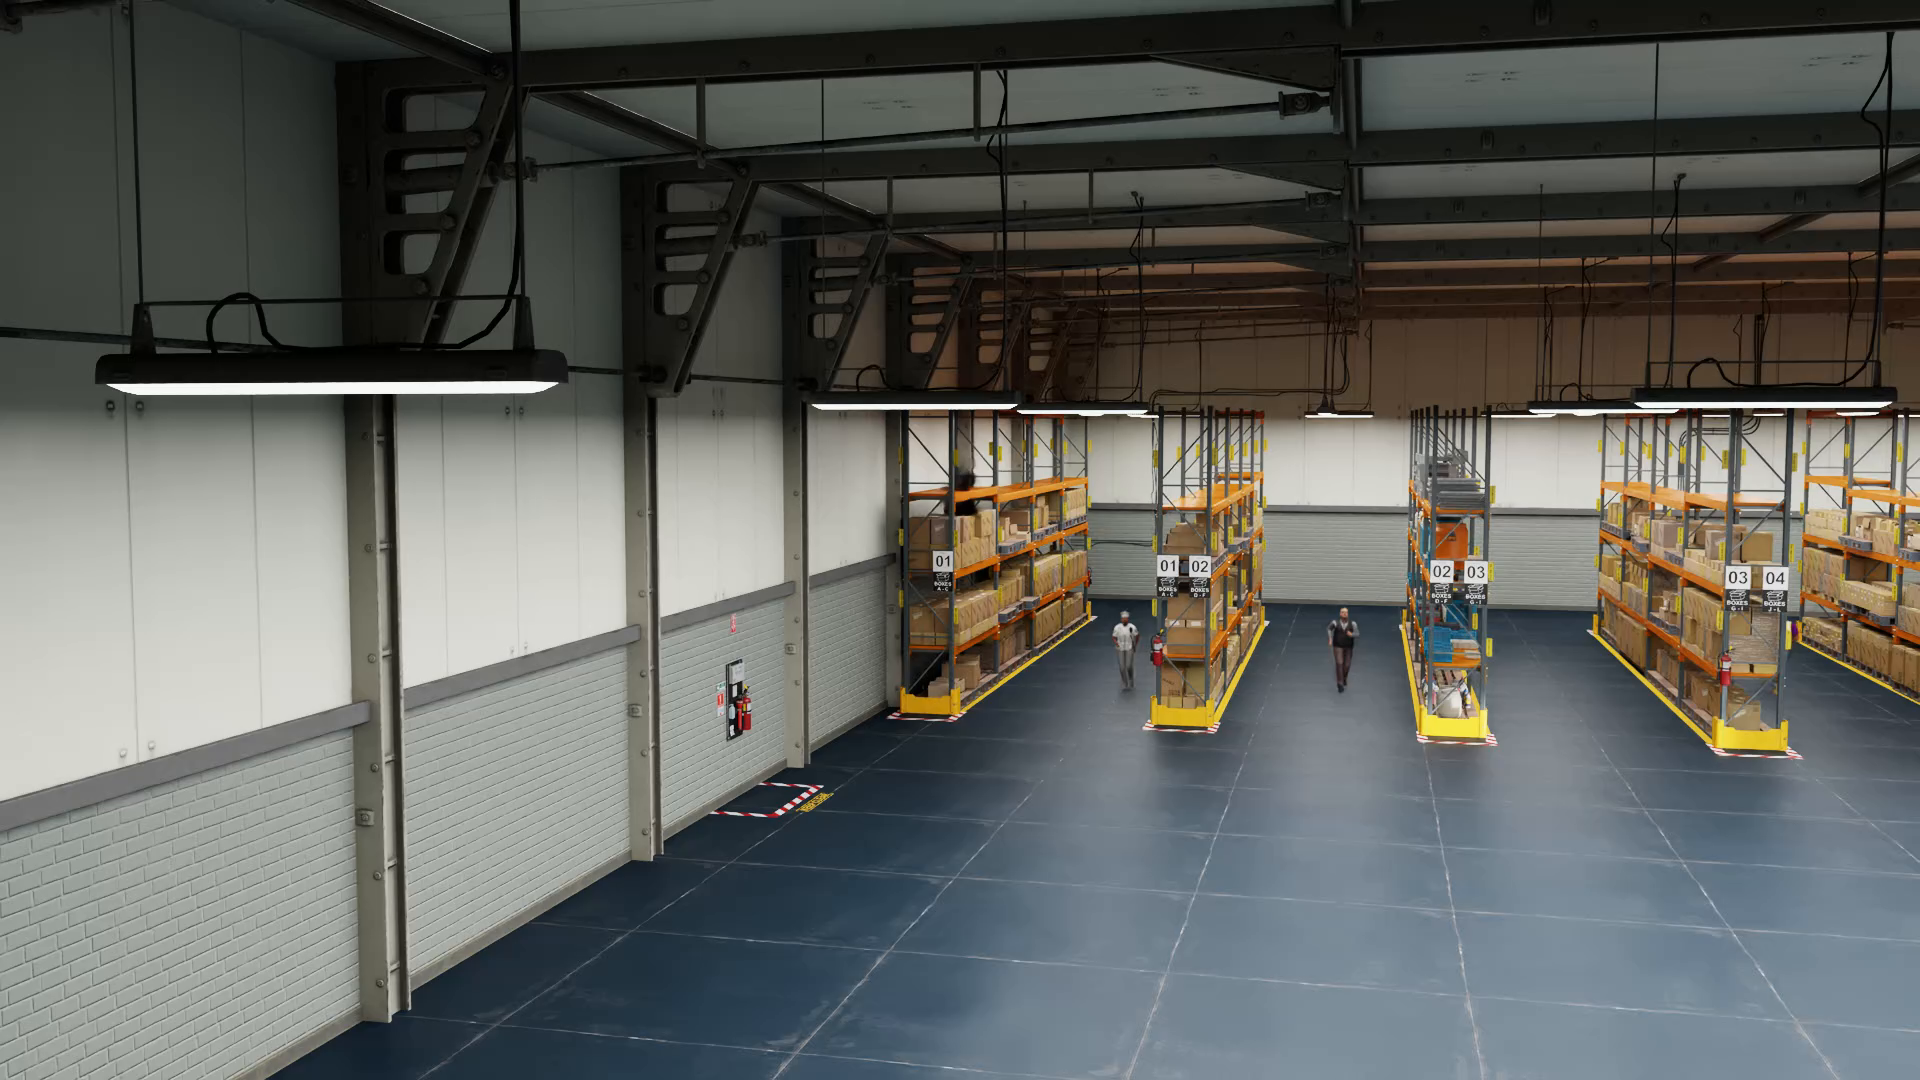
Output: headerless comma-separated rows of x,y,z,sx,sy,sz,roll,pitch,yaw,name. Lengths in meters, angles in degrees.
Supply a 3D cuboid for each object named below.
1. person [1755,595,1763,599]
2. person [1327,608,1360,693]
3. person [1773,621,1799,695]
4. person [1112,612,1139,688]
20.323,1.838,42.325,0.745,1.722,0.695,1,4,20,person
8.137,2.317,35.286,0.638,1.755,0.874,0,4,3,person
17.301,2.340,35.042,0.678,1.827,0.775,1,4,10,person
3.513,2.346,35.427,0.576,1.660,0.573,1,4,12,person
